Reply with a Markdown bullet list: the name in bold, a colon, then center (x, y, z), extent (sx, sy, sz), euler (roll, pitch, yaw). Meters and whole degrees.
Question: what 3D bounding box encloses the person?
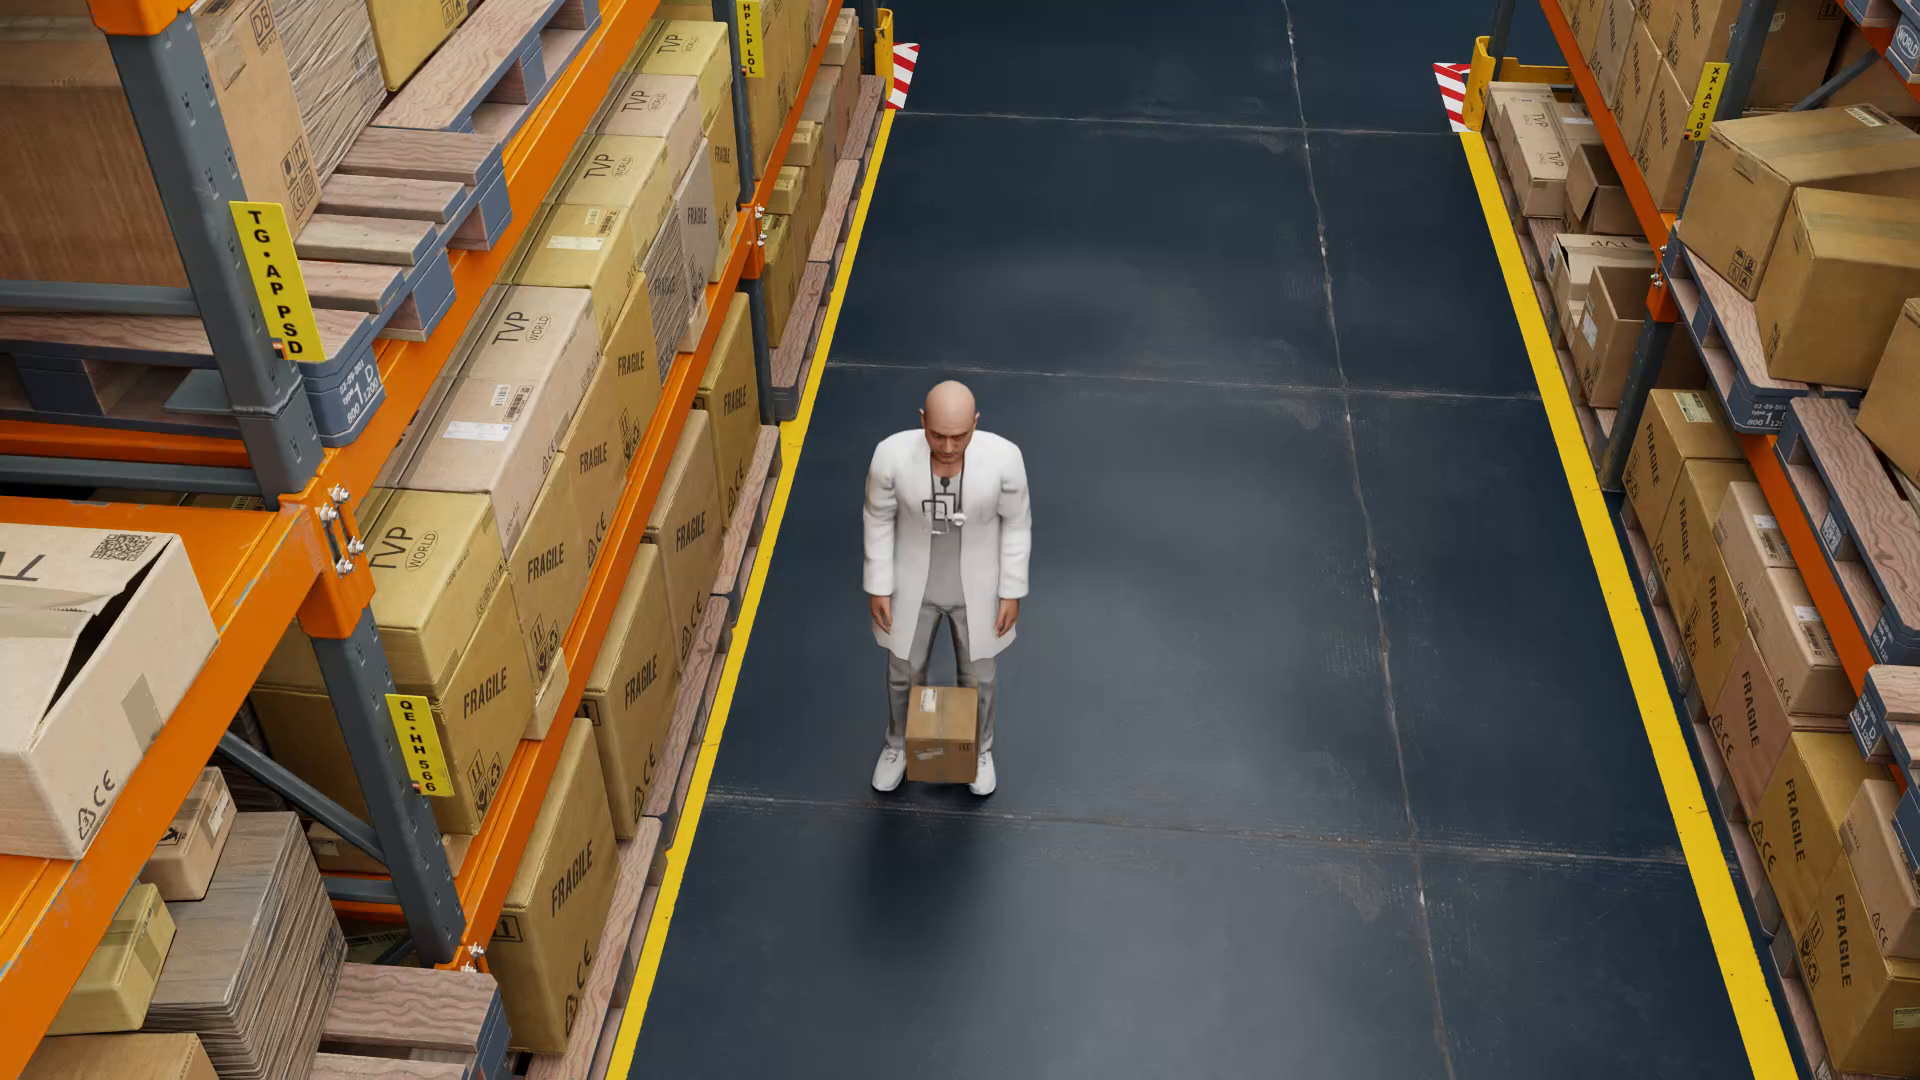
- **person**: center (-0.048, 0.174, 5.956), extent (0.596, 1.776, 0.424), euler (2, 40, 3)
